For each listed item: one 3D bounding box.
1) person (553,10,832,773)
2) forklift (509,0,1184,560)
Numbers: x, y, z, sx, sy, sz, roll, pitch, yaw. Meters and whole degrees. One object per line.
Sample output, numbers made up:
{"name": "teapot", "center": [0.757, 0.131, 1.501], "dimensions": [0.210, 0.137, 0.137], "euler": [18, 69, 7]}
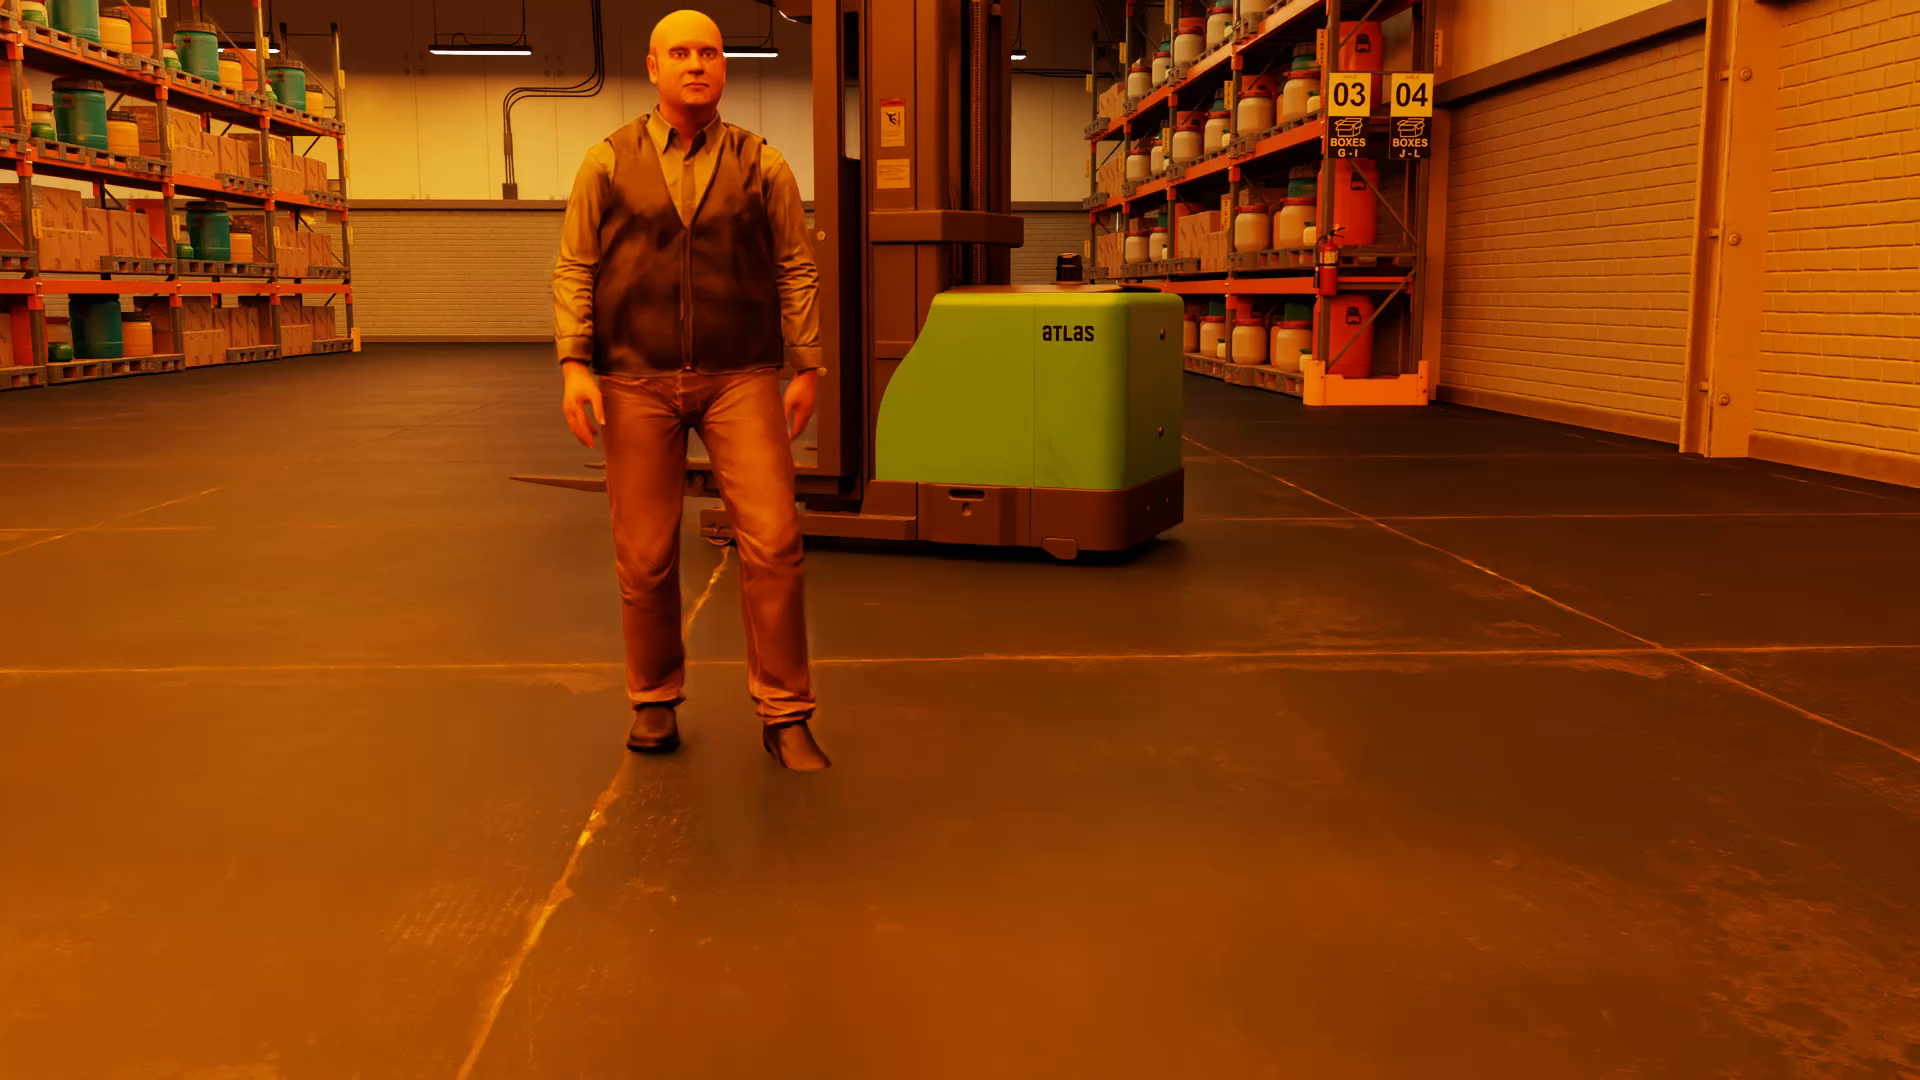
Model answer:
{"name": "person", "center": [-0.616, -0.317, 3.834], "dimensions": [0.621, 1.763, 0.535], "euler": [-2, 9, -10]}
{"name": "forklift", "center": [-0.578, -1.484, 7.325], "dimensions": [3.031, 2.935, 1.130], "euler": [3, 9, 22]}
